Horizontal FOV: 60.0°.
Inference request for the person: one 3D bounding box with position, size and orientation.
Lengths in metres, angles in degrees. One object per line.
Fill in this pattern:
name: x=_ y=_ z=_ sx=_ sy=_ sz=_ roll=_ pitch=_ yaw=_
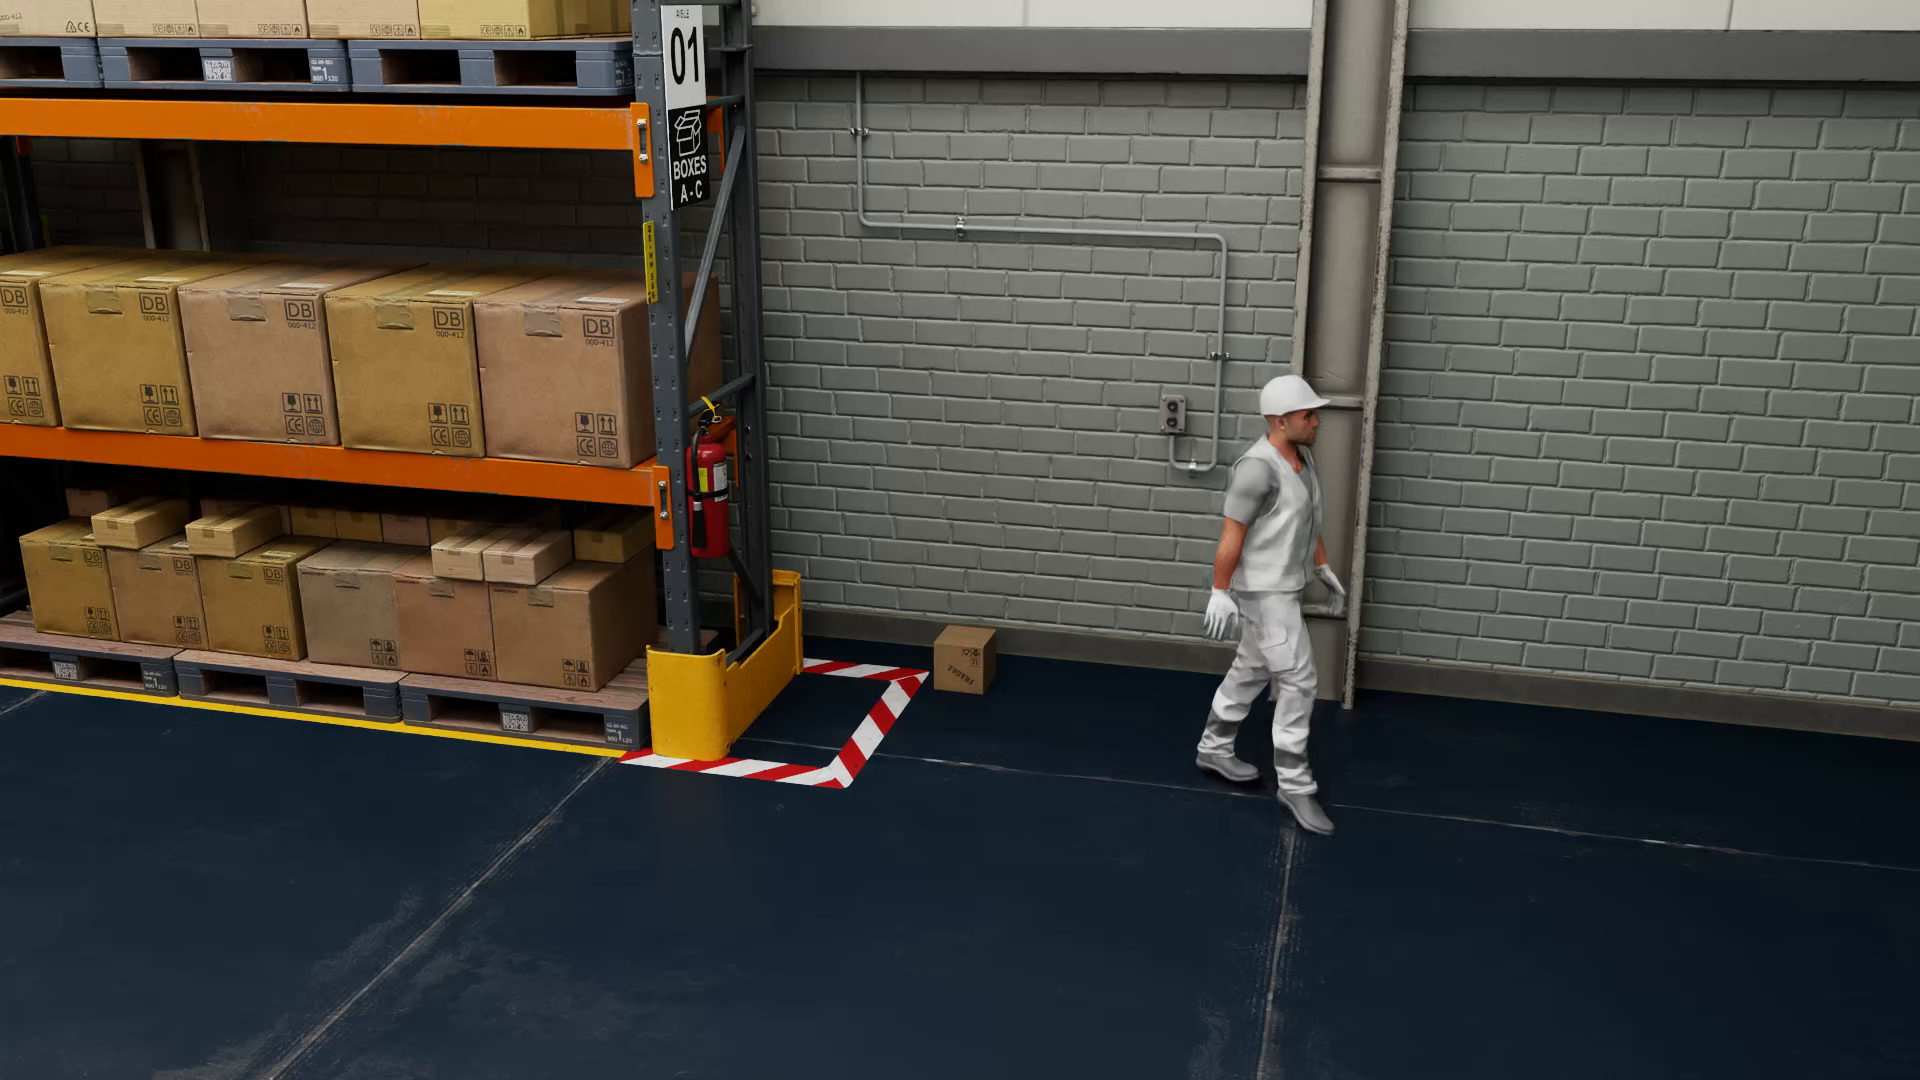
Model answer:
person: x=1.322 y=0.228 z=6.798 sx=0.716 sy=1.807 sz=0.613 roll=11 pitch=21 yaw=31
